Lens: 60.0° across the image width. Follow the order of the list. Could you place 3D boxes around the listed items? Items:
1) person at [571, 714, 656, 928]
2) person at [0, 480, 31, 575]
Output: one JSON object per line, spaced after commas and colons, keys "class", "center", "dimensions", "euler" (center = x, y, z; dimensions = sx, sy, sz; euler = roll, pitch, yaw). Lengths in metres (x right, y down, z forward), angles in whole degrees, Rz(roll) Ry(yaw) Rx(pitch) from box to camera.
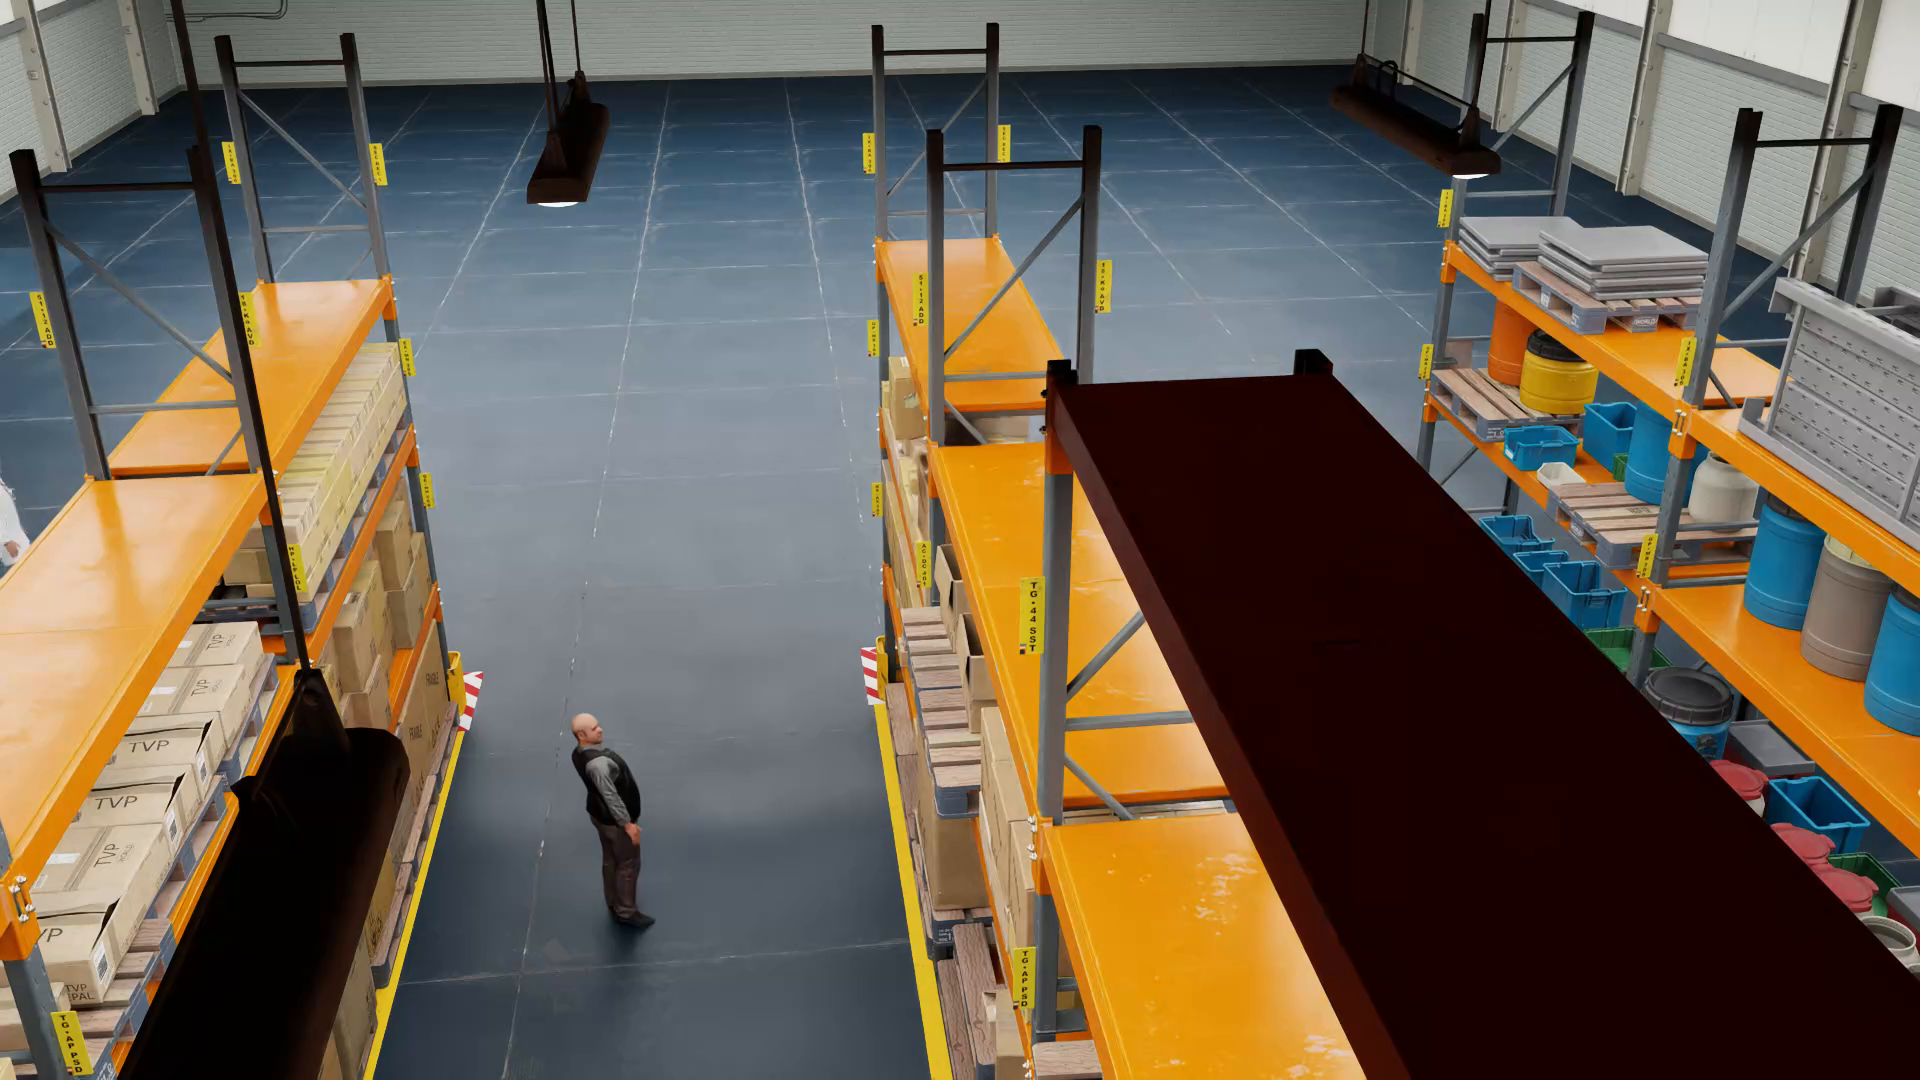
{"class": "person", "center": [-2.523, 2.061, 12.260], "dimensions": [0.488, 1.733, 0.668], "euler": [-19, 32, -35]}
{"class": "person", "center": [-9.465, -0.023, 16.471], "dimensions": [0.547, 1.777, 0.663], "euler": [-17, 30, -32]}
